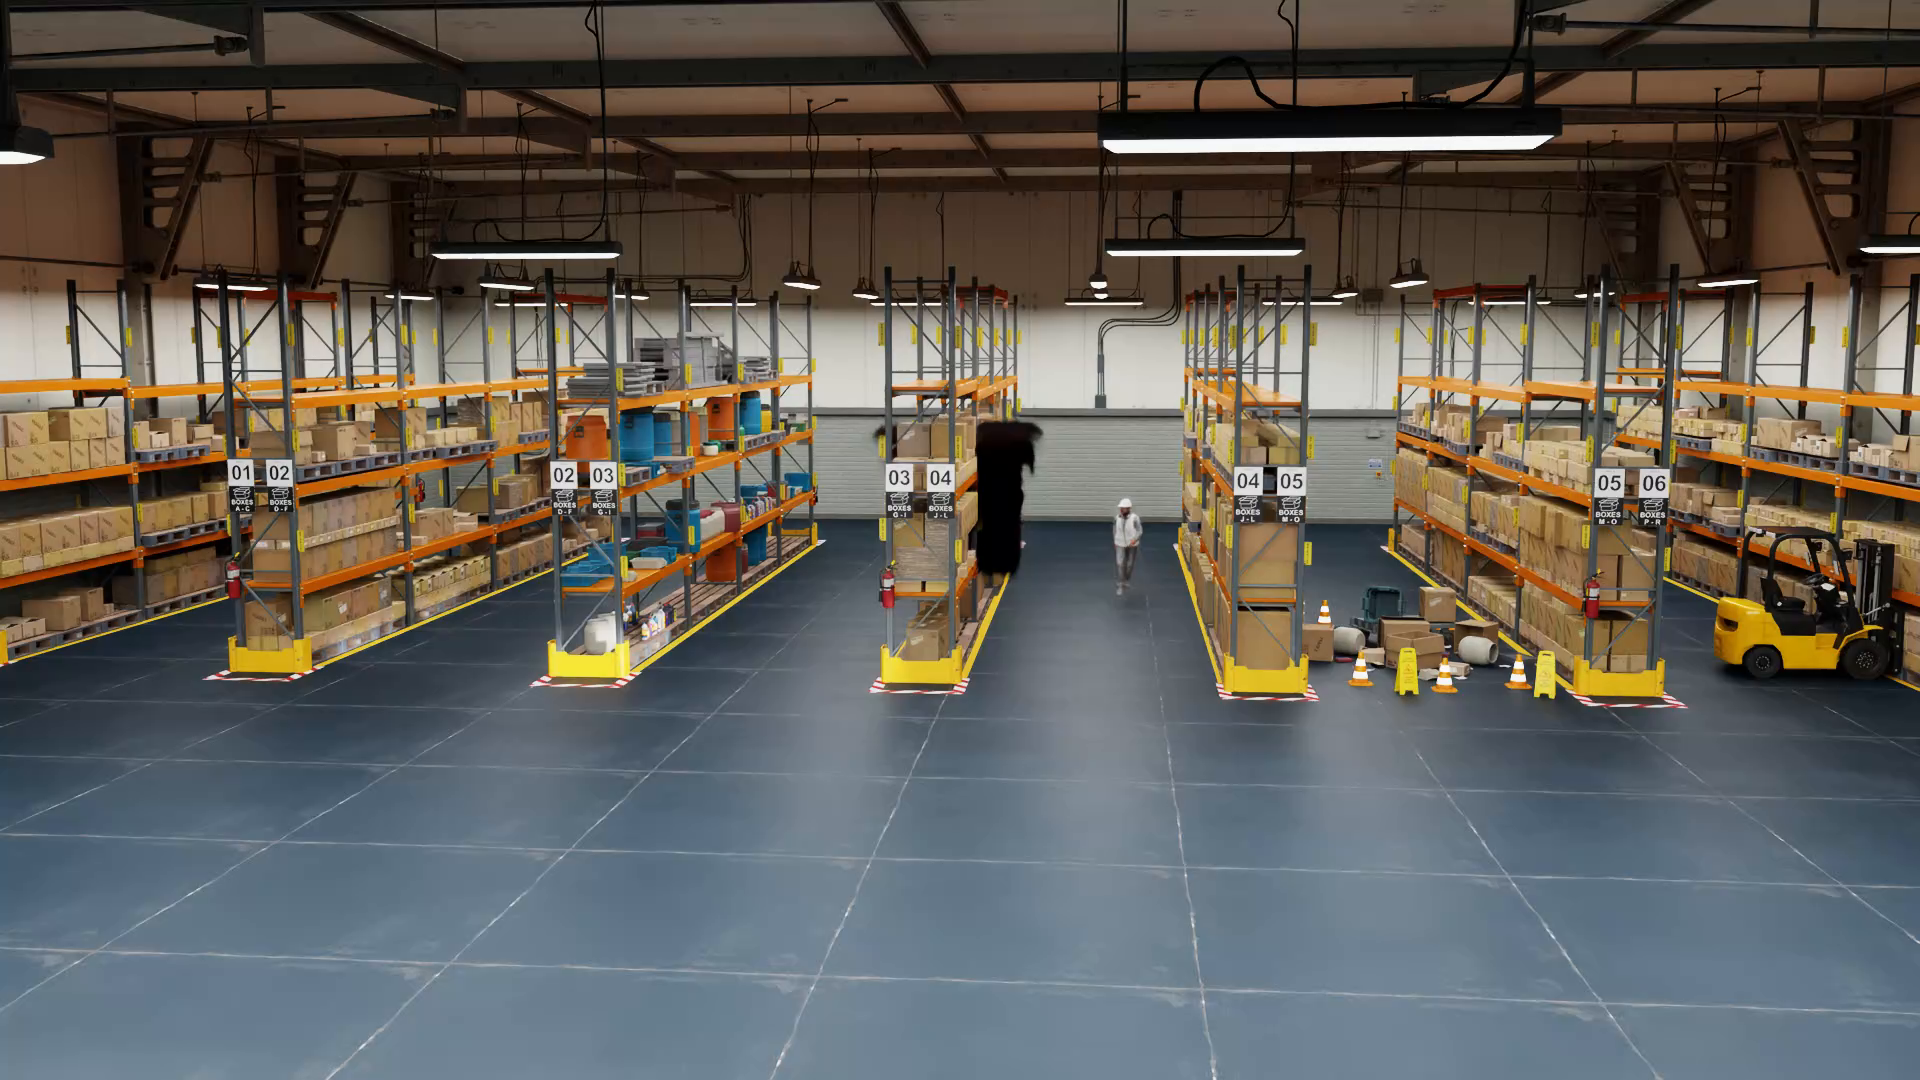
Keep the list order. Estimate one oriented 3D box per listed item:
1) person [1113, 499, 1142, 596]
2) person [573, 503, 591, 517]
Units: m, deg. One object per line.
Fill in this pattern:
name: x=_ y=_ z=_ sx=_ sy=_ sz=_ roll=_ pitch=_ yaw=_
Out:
person: x=3.120 y=0.107 z=30.963 sx=0.546 sy=1.766 sz=0.966 roll=1 pitch=7 yaw=6
person: x=-9.745 y=-1.062 z=42.884 sx=0.634 sy=1.655 sz=1.047 roll=2 pitch=7 yaw=18
